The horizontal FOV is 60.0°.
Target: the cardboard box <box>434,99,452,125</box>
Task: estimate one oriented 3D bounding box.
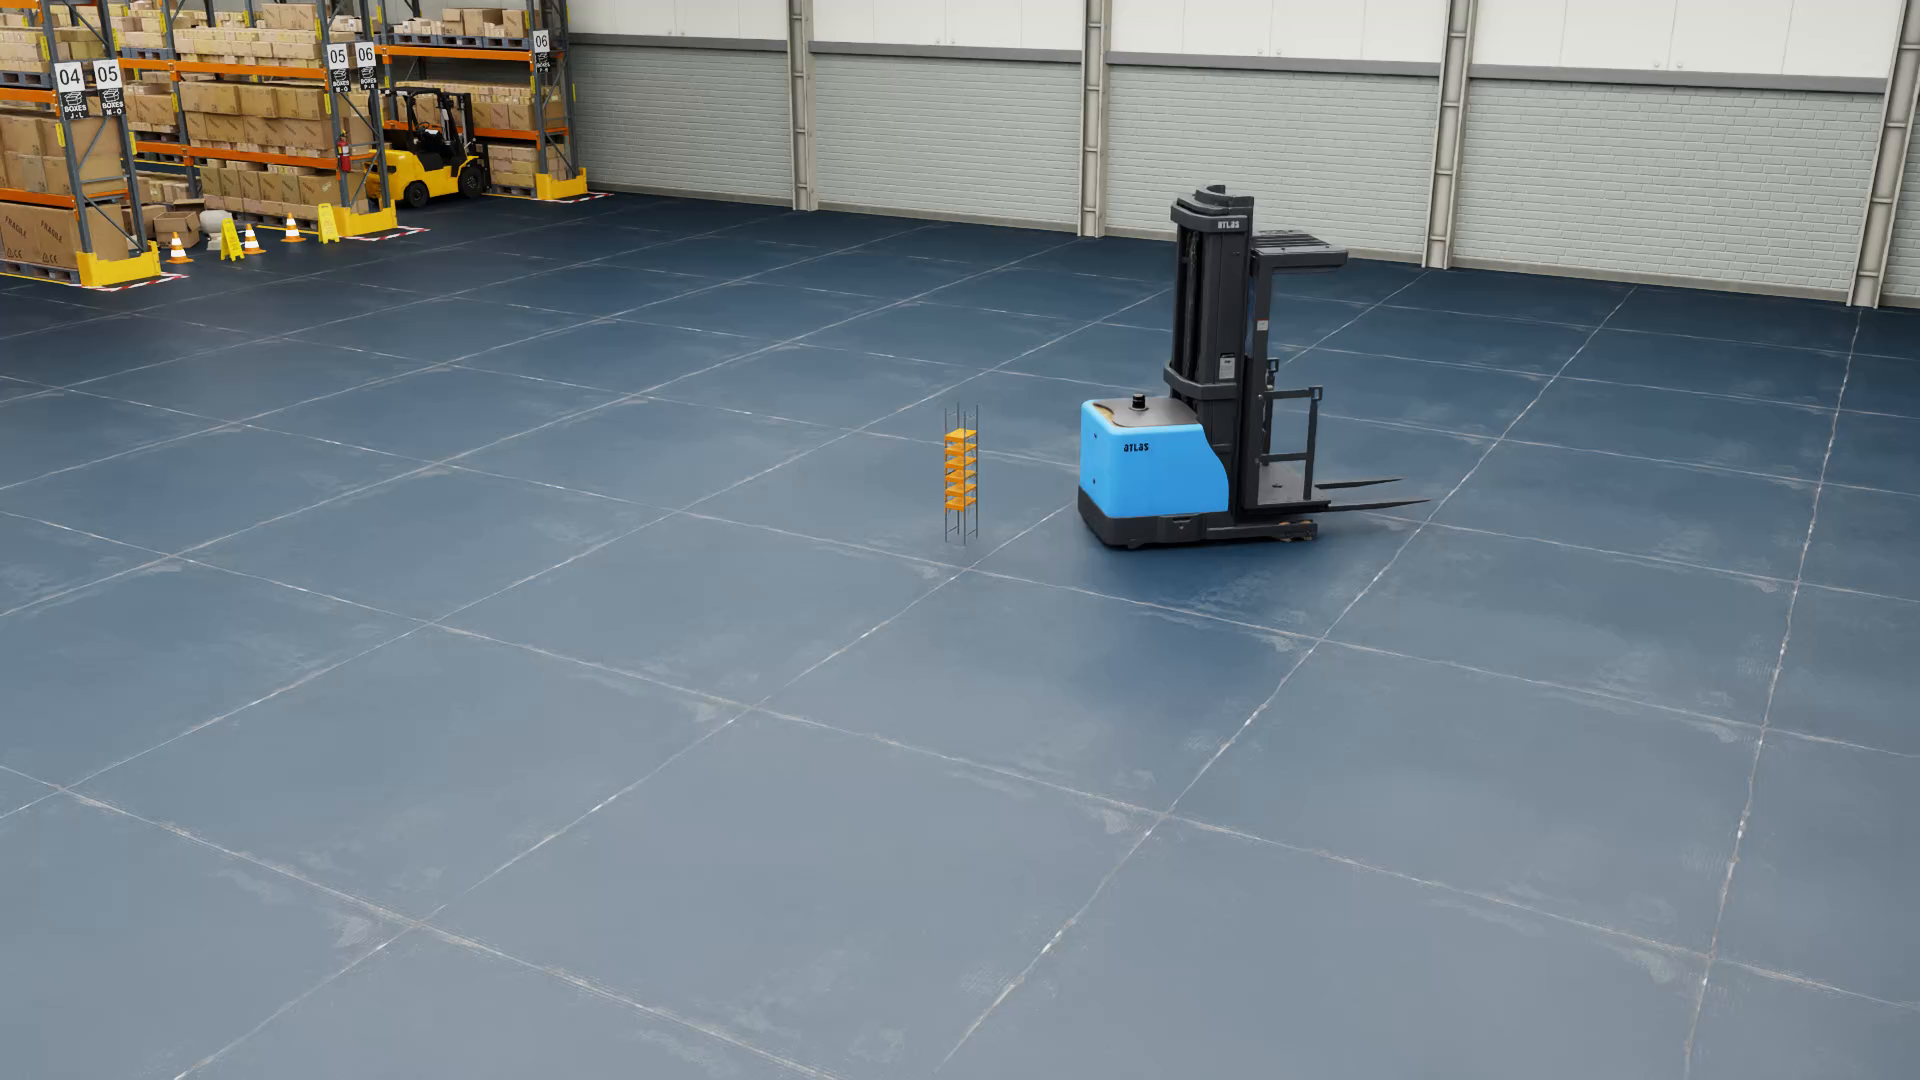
[{"bbox_3d":[-10.341,-8.737,33.905,0.500,0.500,0.500,11,22,27],"label":"cardboard box"}]

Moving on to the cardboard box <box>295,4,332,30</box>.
[{"bbox_3d":[-13.597,-11.011,35.014,0.500,0.500,0.500,11,23,29],"label":"cardboard box"}]

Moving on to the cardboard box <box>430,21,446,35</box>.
[{"bbox_3d":[-10.359,-10.261,33.290,0.258,0.266,0.396,10,22,26],"label":"cardboard box"}]

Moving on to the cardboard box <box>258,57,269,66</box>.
[{"bbox_3d":[-11.984,-8.353,28.963,0.250,0.149,0.380,10,22,26],"label":"cardboard box"}]

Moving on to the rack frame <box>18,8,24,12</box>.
[{"bbox_3d":[-21.983,-13.823,39.275,0.127,3.000,1.000,11,23,27],"label":"rack frame"}]

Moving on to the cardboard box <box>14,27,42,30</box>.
[{"bbox_3d":[-14.003,-7.646,25.083,0.250,0.149,0.380,10,22,27],"label":"cardboard box"}]

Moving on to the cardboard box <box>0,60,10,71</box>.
[{"bbox_3d":[-13.878,-6.991,24.445,0.250,0.149,0.380,11,23,28],"label":"cardboard box"}]

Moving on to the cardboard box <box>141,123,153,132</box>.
[{"bbox_3d":[-14.972,-7.693,30.926,0.250,0.149,0.380,10,22,26],"label":"cardboard box"}]

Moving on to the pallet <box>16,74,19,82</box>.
[{"bbox_3d":[-14.480,-7.064,25.172,1.213,0.211,1.003,11,23,27],"label":"pallet"}]

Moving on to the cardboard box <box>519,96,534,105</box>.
[{"bbox_3d":[-8.454,-8.668,32.764,0.250,0.149,0.380,11,23,28],"label":"cardboard box"}]

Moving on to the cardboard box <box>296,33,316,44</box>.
[{"bbox_3d":[-11.078,-8.553,28.345,0.250,0.149,0.380,11,23,28],"label":"cardboard box"}]

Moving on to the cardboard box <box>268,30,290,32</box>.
[{"bbox_3d":[-11.956,-8.913,29.336,0.250,0.149,0.380,11,23,28],"label":"cardboard box"}]

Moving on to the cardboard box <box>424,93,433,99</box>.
[{"bbox_3d":[-10.710,-9.087,33.919,0.250,0.149,0.380,11,23,28],"label":"cardboard box"}]

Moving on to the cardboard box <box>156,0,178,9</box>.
[{"bbox_3d":[-17.943,-12.144,37.607,0.258,0.266,0.396,11,23,27],"label":"cardboard box"}]

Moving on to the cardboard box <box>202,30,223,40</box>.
[{"bbox_3d":[-13.125,-8.913,29.338,0.250,0.149,0.380,11,22,27],"label":"cardboard box"}]

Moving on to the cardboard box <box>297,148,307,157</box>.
[{"bbox_3d":[-11.352,-6.802,29.086,0.250,0.149,0.380,10,22,26],"label":"cardboard box"}]

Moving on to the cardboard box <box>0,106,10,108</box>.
[{"bbox_3d":[-15.408,-6.488,26.049,0.550,0.550,0.875,11,23,27],"label":"cardboard box"}]

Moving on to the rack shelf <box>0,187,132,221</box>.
[{"bbox_3d":[-14.504,-5.367,25.818,4.000,0.370,1.077,11,23,27],"label":"rack shelf"}]

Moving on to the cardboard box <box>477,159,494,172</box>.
[{"bbox_3d":[-9.486,-7.636,33.700,0.500,0.250,0.500,10,22,26],"label":"cardboard box"}]

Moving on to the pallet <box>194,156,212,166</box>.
[{"bbox_3d":[-16.693,-8.700,38.039,1.213,0.211,1.003,11,23,27],"label":"pallet"}]

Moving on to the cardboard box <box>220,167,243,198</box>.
[{"bbox_3d":[-13.068,-6.522,30.263,0.500,0.500,0.500,12,23,29],"label":"cardboard box"}]

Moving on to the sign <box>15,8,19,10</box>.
[{"bbox_3d":[-22.247,-12.662,39.192,0.005,0.325,0.100,11,23,27],"label":"sign"}]

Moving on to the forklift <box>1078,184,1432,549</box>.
[{"bbox_3d":[2.623,-1.536,14.302,3.031,2.935,1.130,-4,20,-11],"label":"forklift"}]

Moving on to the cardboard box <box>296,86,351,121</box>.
[{"bbox_3d":[-10.985,-7.540,28.704,0.500,0.500,0.700,10,22,26],"label":"cardboard box"}]

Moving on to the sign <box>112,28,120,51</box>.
[{"bbox_3d":[-12.482,-7.395,24.557,0.005,0.325,0.100,11,23,27],"label":"sign"}]

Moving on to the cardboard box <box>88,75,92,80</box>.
[{"bbox_3d":[-20.409,-11.019,39.028,0.500,0.500,0.500,11,23,29],"label":"cardboard box"}]

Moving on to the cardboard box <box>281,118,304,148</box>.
[{"bbox_3d":[-11.475,-7.143,29.076,0.500,0.500,0.500,11,23,27],"label":"cardboard box"}]

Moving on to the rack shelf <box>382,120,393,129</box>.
[{"bbox_3d":[-13.253,-9.001,35.836,4.000,0.370,1.077,11,23,27],"label":"rack shelf"}]

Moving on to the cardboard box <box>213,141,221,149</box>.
[{"bbox_3d":[-13.313,-7.201,30.186,0.250,0.149,0.380,11,23,27],"label":"cardboard box"}]

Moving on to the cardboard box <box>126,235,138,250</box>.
[{"bbox_3d":[-13.851,-5.015,27.802,0.258,0.266,0.396,16,25,36],"label":"cardboard box"}]

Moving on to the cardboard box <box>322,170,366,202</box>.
[{"bbox_3d":[-11.022,-6.341,29.764,0.500,0.500,0.500,10,22,26],"label":"cardboard box"}]

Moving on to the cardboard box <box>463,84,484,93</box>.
[{"bbox_3d":[-9.772,-9.084,33.474,0.250,0.149,0.380,11,23,28],"label":"cardboard box"}]

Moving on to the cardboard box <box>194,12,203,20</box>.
[{"bbox_3d":[-16.576,-11.524,36.535,0.250,0.149,0.380,11,23,27],"label":"cardboard box"}]

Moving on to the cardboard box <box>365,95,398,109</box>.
[{"bbox_3d":[-12.060,-9.177,34.752,0.500,0.250,0.500,10,22,26],"label":"cardboard box"}]

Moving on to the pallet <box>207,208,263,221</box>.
[{"bbox_3d":[-13.321,-6.117,30.918,1.213,0.211,1.003,11,23,27],"label":"pallet"}]

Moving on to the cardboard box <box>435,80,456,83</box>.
[{"bbox_3d":[-10.644,-9.441,34.460,0.250,0.149,0.380,11,22,27],"label":"cardboard box"}]

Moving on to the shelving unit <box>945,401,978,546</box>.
[{"bbox_3d":[0.013,-0.562,14.154,0.189,1.200,0.258,11,23,27],"label":"shelving unit"}]

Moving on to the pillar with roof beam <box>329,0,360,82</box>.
[{"bbox_3d":[-15.521,-11.262,32.216,0.400,9.000,9.100,11,23,27],"label":"pillar with roof beam"}]

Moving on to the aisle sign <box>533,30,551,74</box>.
[{"bbox_3d":[-8.101,-9.465,32.248,0.004,0.787,0.394,11,23,27],"label":"aisle sign"}]

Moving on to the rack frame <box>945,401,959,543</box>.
[{"bbox_3d":[-0.067,-0.577,14.196,0.006,1.200,0.240,11,23,27],"label":"rack frame"}]

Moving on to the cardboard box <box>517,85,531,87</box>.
[{"bbox_3d":[-8.653,-9.046,33.371,0.250,0.149,0.380,11,23,28],"label":"cardboard box"}]

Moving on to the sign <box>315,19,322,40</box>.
[{"bbox_3d":[-10.720,-8.528,27.779,0.005,0.325,0.100,11,23,27],"label":"sign"}]

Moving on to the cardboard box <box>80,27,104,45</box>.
[{"bbox_3d":[-16.071,-9.407,31.350,0.637,0.503,0.797,11,23,27],"label":"cardboard box"}]

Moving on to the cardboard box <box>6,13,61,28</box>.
[{"bbox_3d":[-17.819,-9.868,32.003,0.637,0.503,0.797,9,22,24],"label":"cardboard box"}]

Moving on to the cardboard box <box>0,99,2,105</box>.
[{"bbox_3d":[-18.877,-8.886,32.851,0.500,0.500,0.500,11,23,27],"label":"cardboard box"}]

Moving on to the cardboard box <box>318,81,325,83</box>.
[{"bbox_3d":[-13.698,-9.872,36.084,0.250,0.149,0.380,11,22,27],"label":"cardboard box"}]

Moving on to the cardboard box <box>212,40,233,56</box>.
[{"bbox_3d":[-12.788,-8.683,29.289,0.500,0.250,0.500,11,23,28],"label":"cardboard box"}]
